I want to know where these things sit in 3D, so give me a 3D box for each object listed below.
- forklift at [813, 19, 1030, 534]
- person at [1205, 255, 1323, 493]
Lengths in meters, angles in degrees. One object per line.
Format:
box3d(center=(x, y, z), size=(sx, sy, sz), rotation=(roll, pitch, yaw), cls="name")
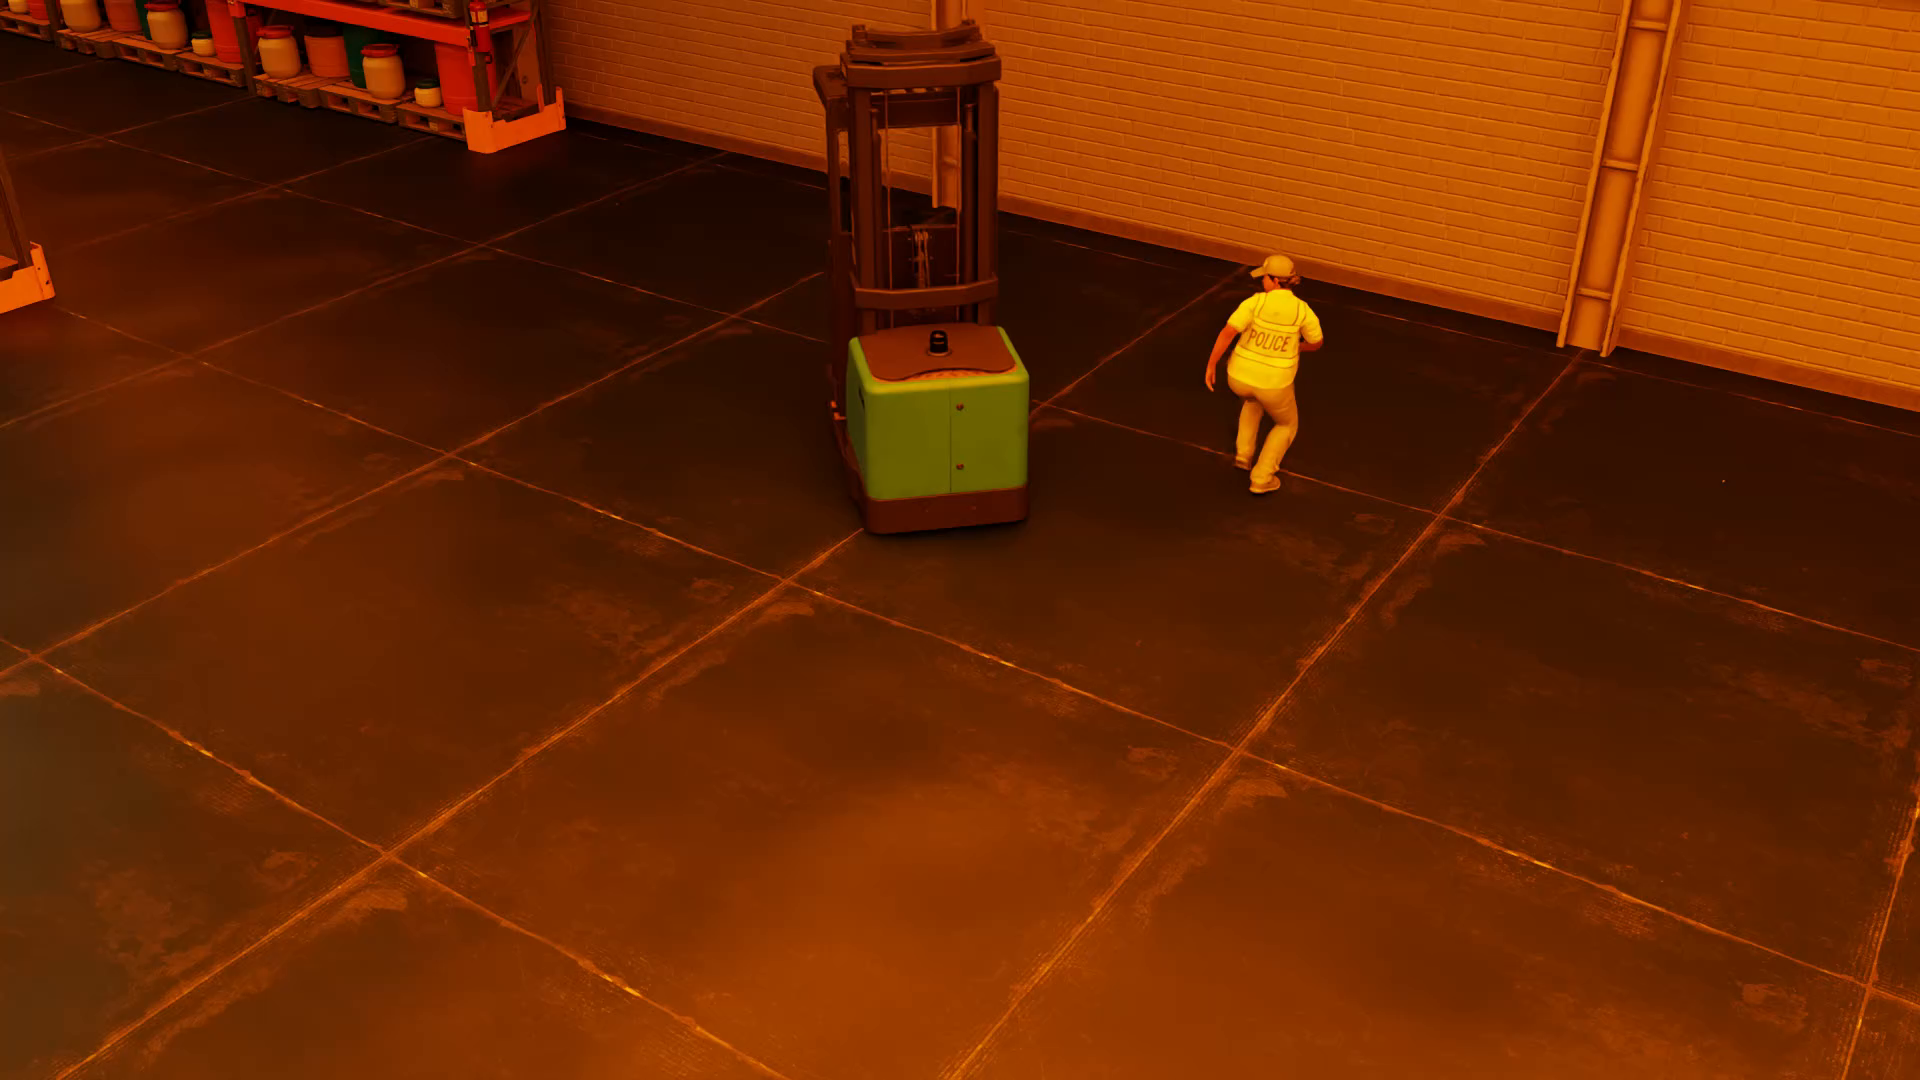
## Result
box3d(center=(-0.346, -2.029, 11.076), size=(1.130, 2.935, 3.031), rotation=(-6, 31, -10), cls="forklift")
box3d(center=(1.990, -1.049, 10.769), size=(0.604, 1.648, 0.706), rotation=(16, 34, 25), cls="person")
